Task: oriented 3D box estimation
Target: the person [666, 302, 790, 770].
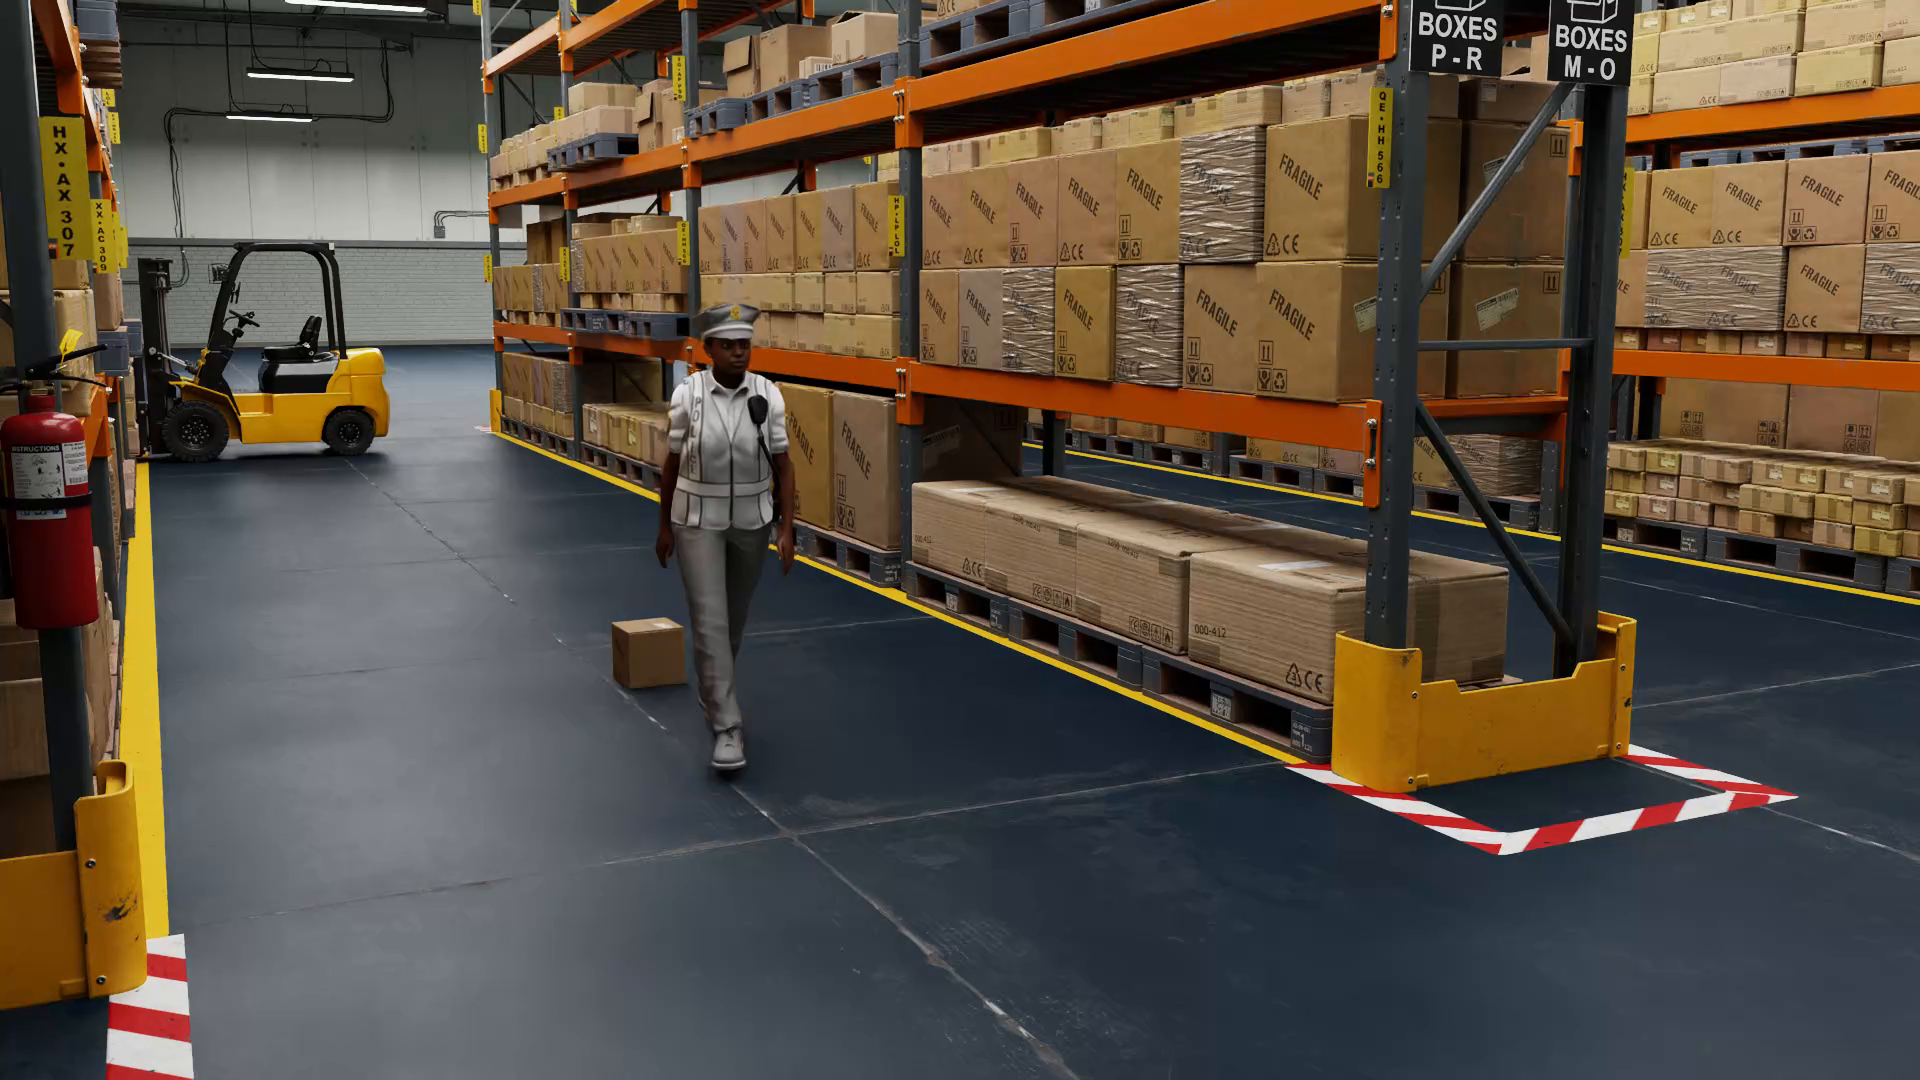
[{"bbox_3d":[-0.832,-0.057,6.126,0.440,1.612,0.959,-4,9,-23],"label":"person"}]
